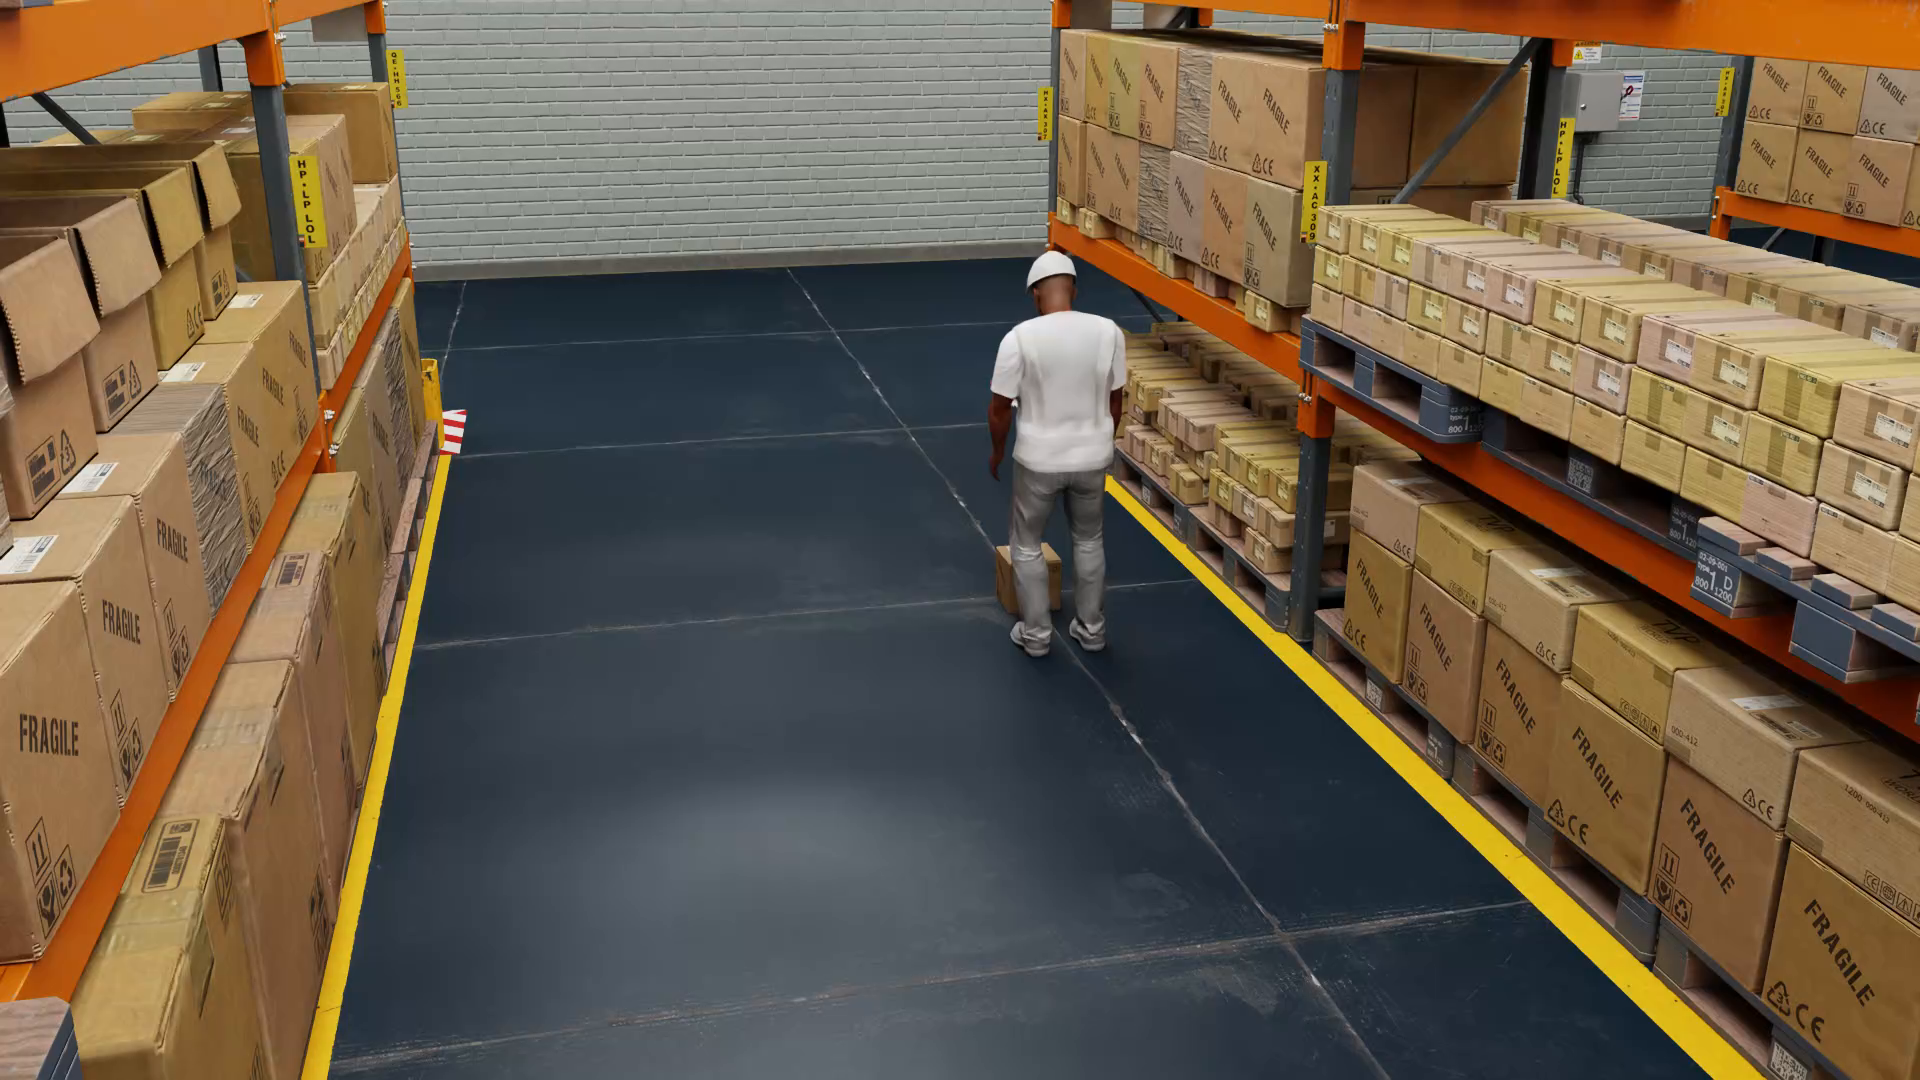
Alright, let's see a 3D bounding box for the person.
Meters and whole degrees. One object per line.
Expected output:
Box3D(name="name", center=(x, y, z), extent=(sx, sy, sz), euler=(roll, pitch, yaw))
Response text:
Box3D(name="person", center=(0.405, -0.357, 7.106), extent=(0.588, 1.725, 0.437), euler=(-4, 20, -11))
